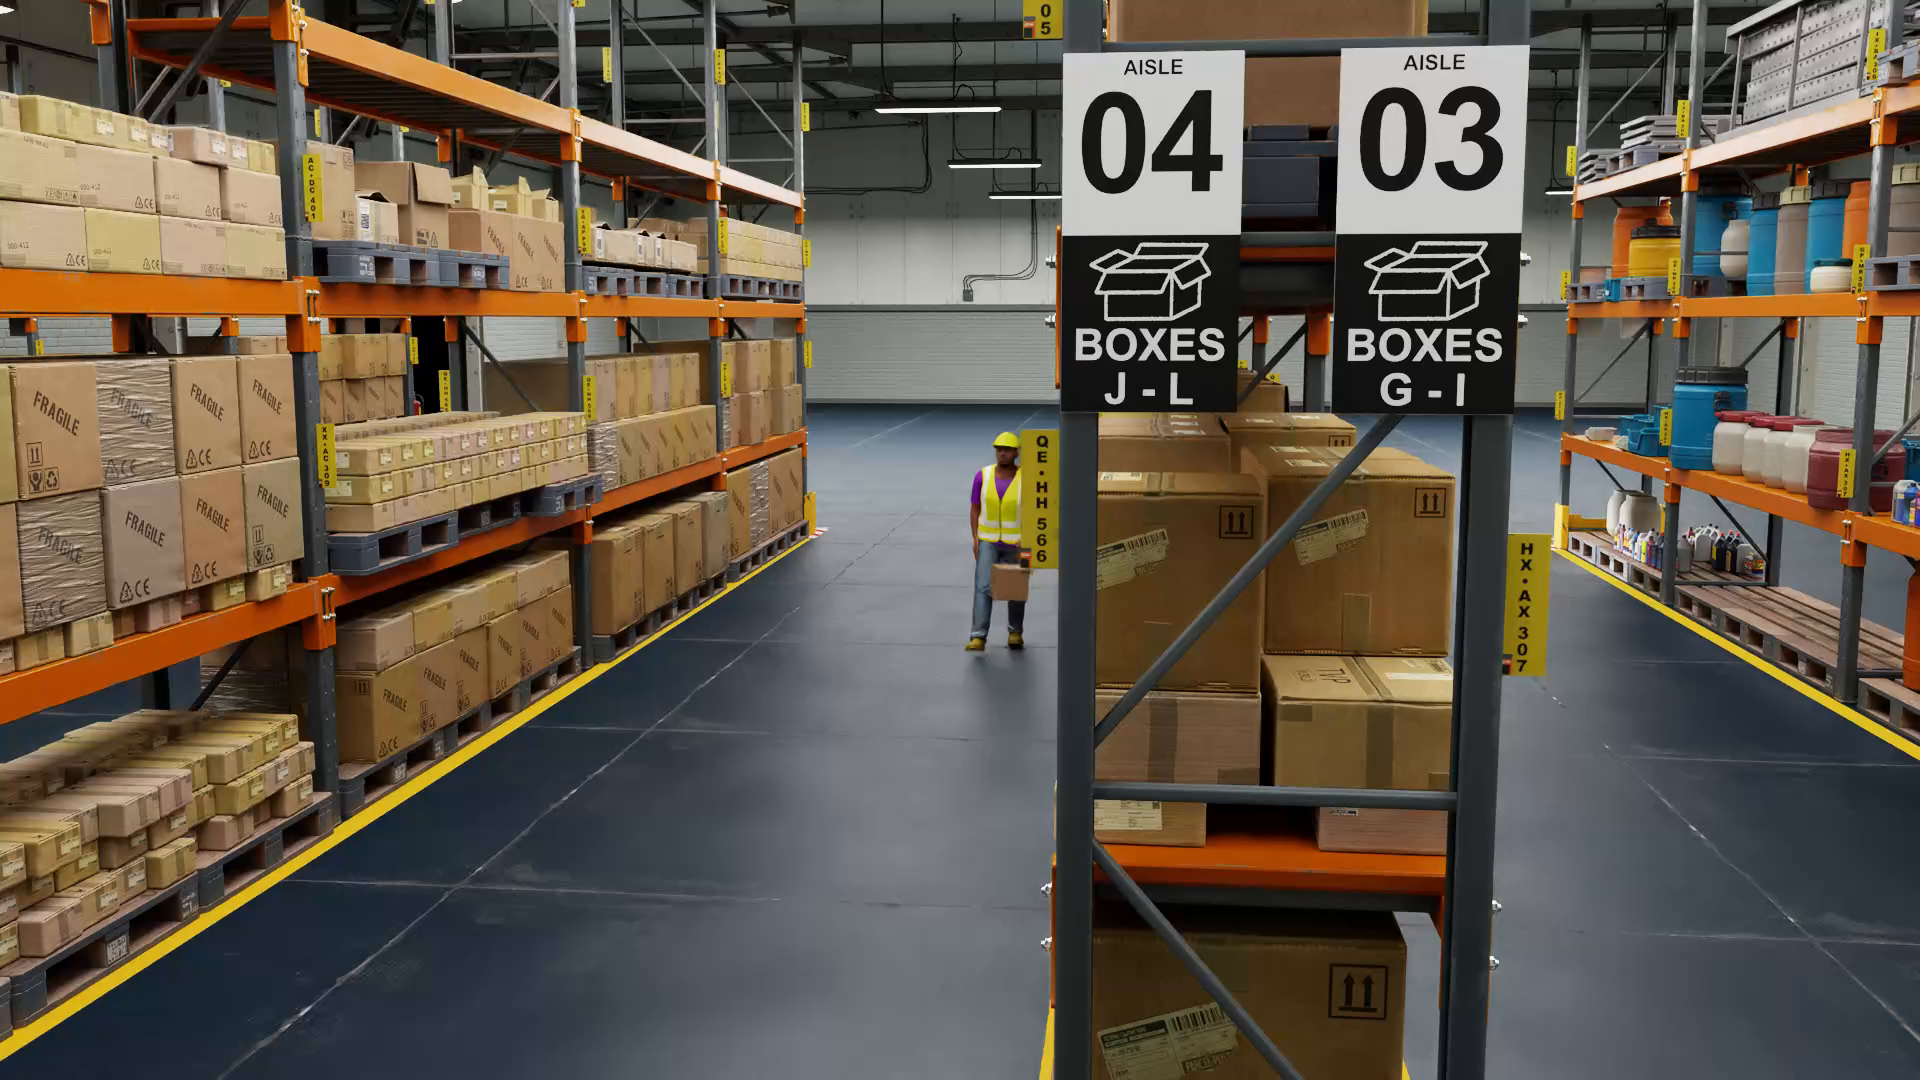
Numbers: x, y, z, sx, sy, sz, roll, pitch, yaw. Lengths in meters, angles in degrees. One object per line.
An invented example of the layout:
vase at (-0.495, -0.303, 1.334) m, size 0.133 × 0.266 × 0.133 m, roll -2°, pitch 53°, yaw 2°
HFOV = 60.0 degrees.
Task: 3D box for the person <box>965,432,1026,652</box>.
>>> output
person at (0.348, 0.016, 13.056) m, size 0.582 × 1.727 × 0.922 m, roll 1°, pitch 8°, yaw 10°
